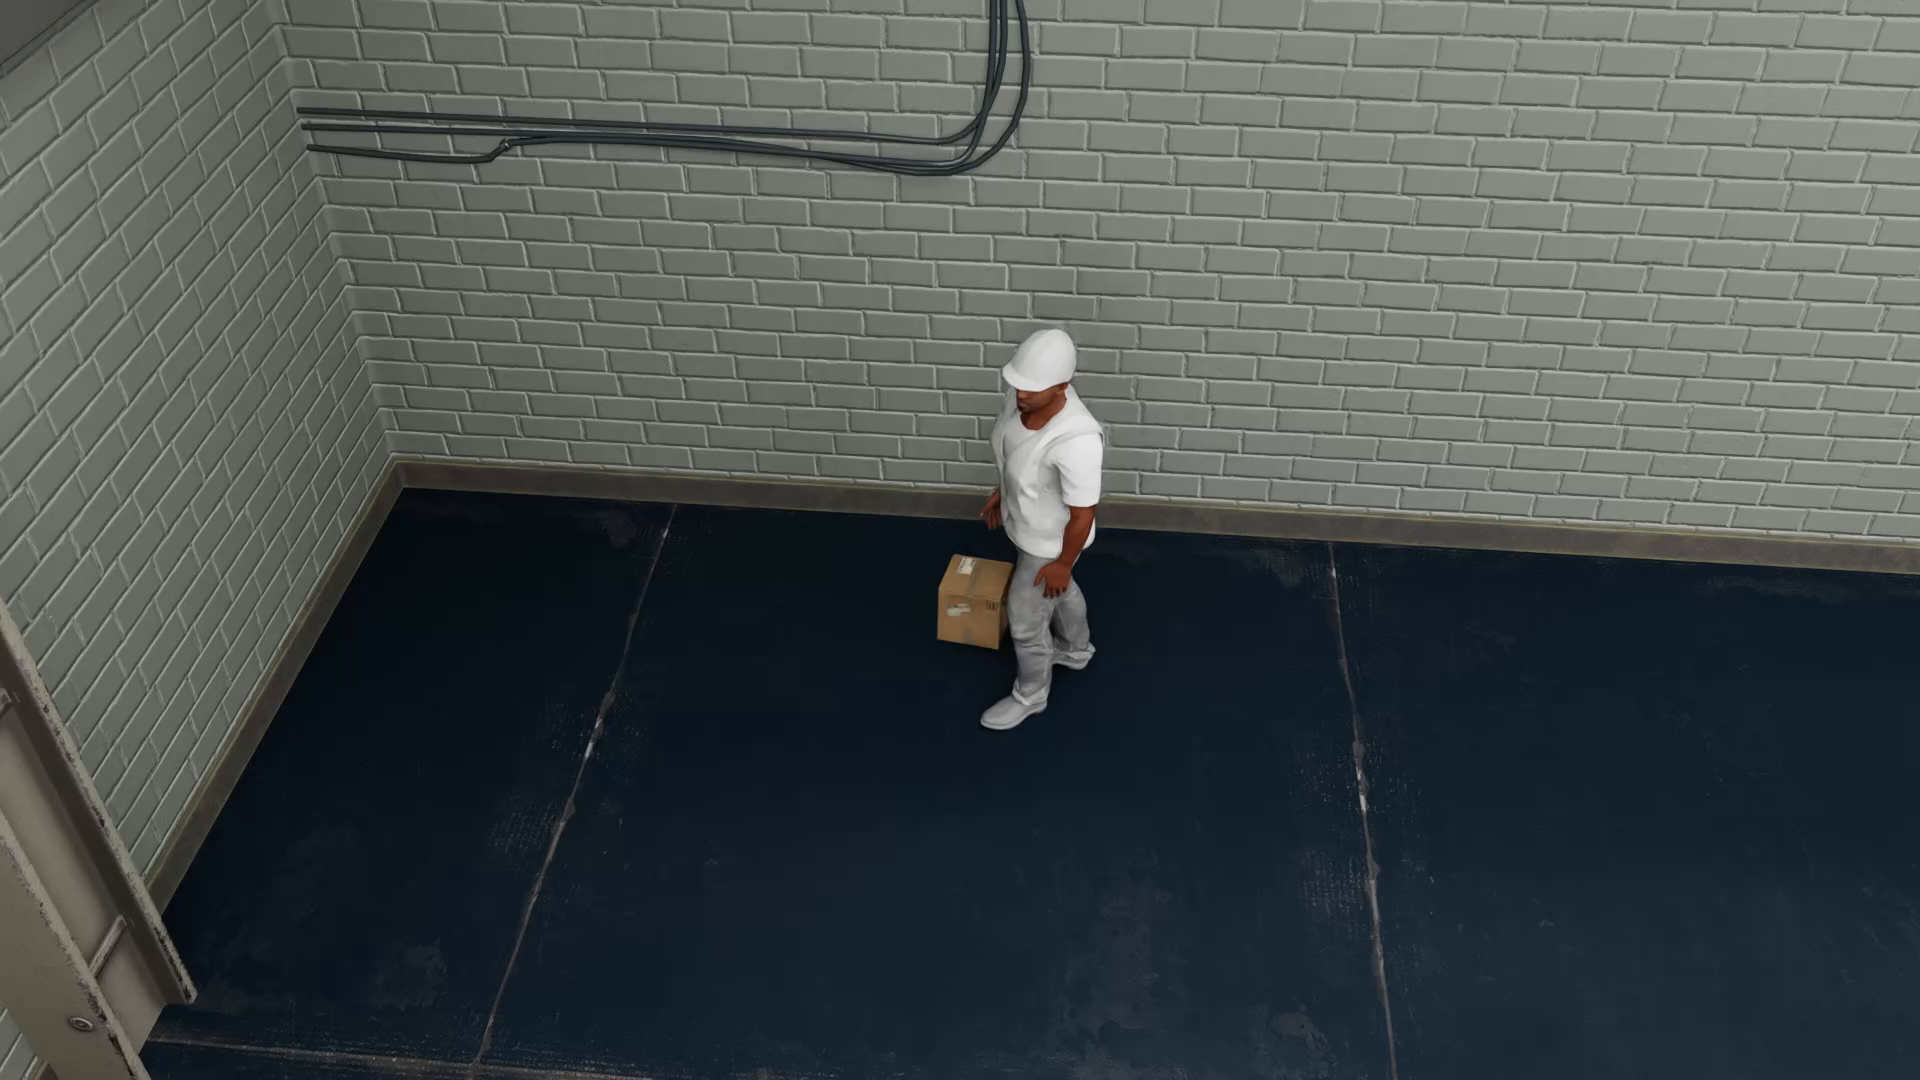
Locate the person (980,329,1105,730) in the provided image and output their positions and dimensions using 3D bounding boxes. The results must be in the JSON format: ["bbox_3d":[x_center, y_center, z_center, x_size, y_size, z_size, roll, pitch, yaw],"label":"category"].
[{"bbox_3d":[0.311,-0.047,6.197,0.558,1.761,0.577,-12,41,-14],"label":"person"}]
